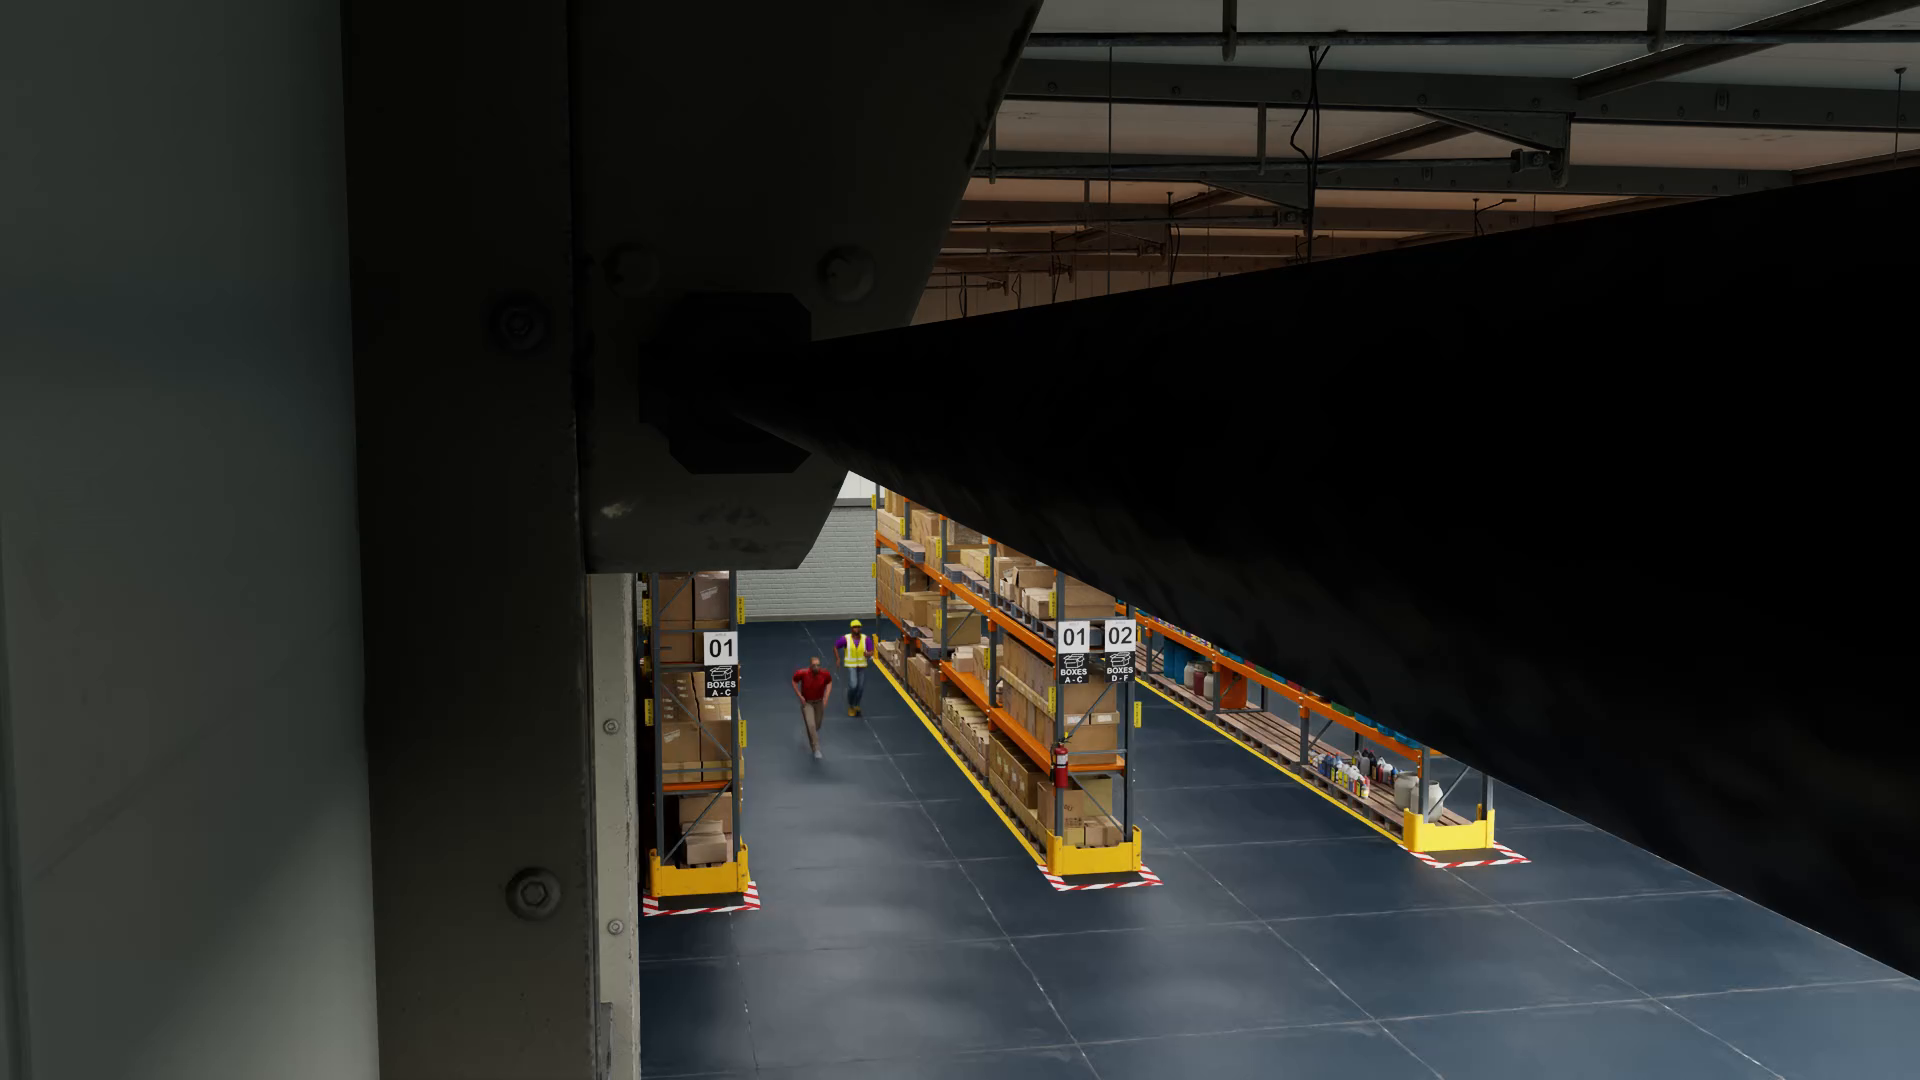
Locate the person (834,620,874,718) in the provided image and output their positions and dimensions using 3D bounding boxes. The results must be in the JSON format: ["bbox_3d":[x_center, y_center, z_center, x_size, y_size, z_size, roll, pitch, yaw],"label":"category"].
[{"bbox_3d":[-1.903,2.344,30.344,0.686,1.788,0.721,-2,6,-18],"label":"person"}]

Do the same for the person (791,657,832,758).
[{"bbox_3d":[-2.454,2.718,27.471,0.672,1.692,0.925,-1,6,-11],"label":"person"}]
